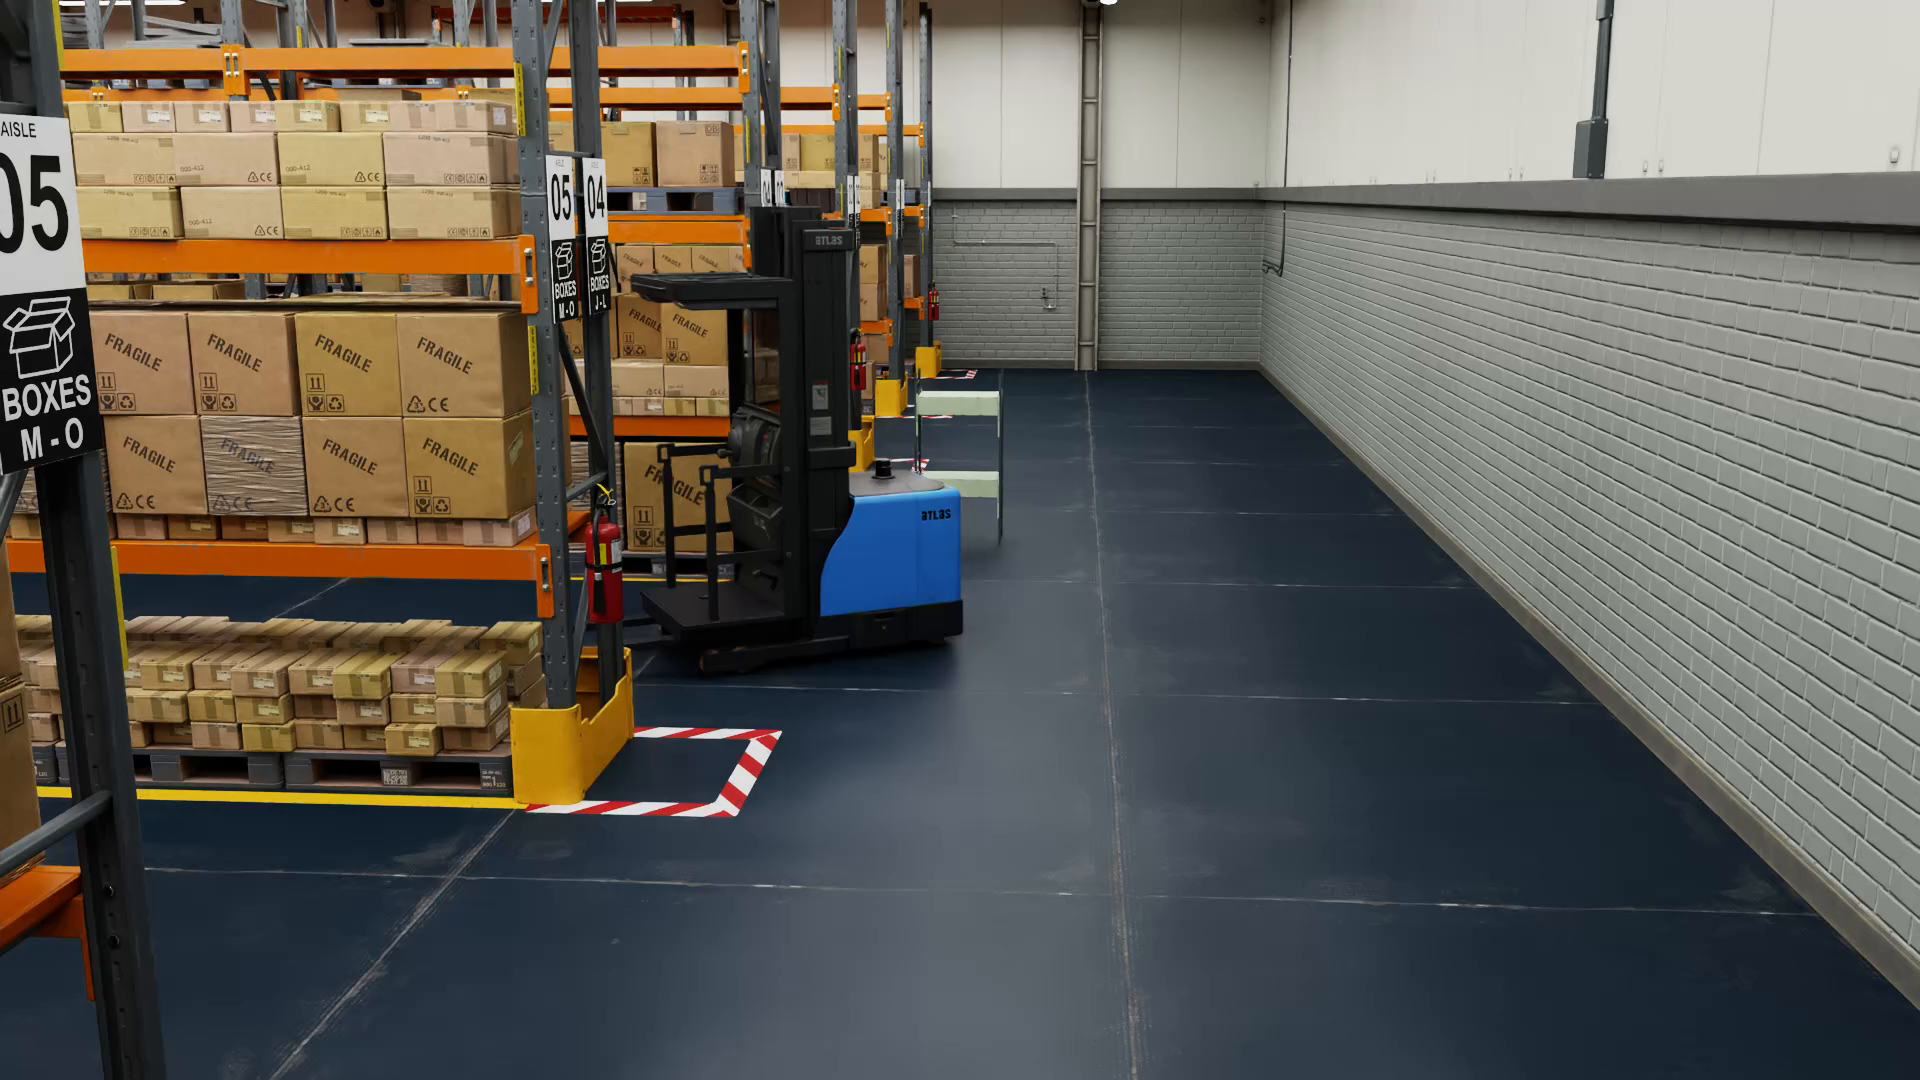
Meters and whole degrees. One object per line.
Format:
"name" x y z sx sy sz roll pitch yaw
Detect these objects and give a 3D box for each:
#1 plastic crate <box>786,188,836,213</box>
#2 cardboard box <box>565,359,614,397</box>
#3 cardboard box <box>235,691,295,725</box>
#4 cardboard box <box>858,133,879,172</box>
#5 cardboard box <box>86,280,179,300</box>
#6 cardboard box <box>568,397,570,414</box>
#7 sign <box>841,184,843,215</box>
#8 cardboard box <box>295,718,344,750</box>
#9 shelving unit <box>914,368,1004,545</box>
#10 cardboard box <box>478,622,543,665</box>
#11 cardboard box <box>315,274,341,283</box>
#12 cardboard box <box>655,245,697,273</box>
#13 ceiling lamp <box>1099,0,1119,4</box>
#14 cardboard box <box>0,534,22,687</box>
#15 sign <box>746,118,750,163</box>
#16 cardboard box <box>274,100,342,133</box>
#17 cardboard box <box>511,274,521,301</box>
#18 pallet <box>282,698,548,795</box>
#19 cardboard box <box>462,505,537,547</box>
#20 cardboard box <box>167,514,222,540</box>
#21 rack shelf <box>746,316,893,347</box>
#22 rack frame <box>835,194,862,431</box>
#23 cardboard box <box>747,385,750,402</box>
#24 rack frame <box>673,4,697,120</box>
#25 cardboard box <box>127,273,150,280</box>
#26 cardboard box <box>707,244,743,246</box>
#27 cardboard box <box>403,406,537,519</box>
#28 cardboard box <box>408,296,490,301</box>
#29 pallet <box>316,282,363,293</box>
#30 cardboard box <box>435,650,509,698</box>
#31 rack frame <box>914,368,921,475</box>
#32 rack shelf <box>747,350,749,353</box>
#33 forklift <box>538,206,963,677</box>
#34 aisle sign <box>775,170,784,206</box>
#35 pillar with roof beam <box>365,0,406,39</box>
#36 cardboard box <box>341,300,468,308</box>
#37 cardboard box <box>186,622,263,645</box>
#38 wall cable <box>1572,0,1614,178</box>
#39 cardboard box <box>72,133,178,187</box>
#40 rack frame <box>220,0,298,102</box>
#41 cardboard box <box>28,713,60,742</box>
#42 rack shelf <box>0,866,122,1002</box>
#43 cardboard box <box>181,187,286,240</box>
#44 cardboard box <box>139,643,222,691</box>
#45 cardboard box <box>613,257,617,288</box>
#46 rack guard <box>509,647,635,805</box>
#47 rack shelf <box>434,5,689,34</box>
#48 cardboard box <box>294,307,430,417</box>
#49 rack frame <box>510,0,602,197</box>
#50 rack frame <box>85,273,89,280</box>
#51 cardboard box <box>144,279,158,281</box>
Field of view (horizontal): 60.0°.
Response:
"plastic crate" -1.585 -3.742 18.323 0.590 0.269 0.497 1 12 4
"cardboard box" -3.065 -1.302 13.306 0.500 0.250 0.500 0 12 2
"cardboard box" -3.564 0.833 8.673 0.250 0.149 0.380 1 12 5
"cardboard box" -1.398 -5.297 22.755 0.500 0.500 0.700 1 12 4
"cardboard box" -6.863 -1.877 13.721 0.637 0.503 0.797 1 12 4
"cardboard box" -3.205 -1.095 13.291 0.250 0.149 0.380 1 12 4
"sign" -1.240 -3.580 17.485 0.005 0.325 0.100 1 12 4
"cardboard box" -3.290 0.969 8.747 0.250 0.149 0.380 1 12 4
"shelving unit" -0.007 -0.734 14.615 0.755 1.500 0.431 1 12 4
"cardboard box" -2.482 0.571 9.199 0.250 0.149 0.380 0 12 1
"cardboard box" -10.809 -4.702 28.602 0.500 0.500 0.700 2 12 12
"cardboard box" -3.909 -3.809 22.967 0.500 0.500 0.500 0 12 2
"ceiling lamp" 1.952 -9.540 24.141 0.800 3.185 2.000 1 12 4
"cardboard box" -2.672 0.158 4.001 0.500 0.500 0.500 1 12 2
"sign" -1.600 -3.016 12.563 0.005 0.325 0.100 1 12 4
"cardboard box" -3.100 -2.039 8.035 0.250 0.149 0.380 1 12 5
"cardboard box" -6.024 -3.645 23.598 0.500 0.500 0.700 3 12 13
"pallet" -2.866 1.094 9.023 1.213 0.211 1.003 1 12 4
"cardboard box" -2.327 -0.075 8.416 0.250 0.149 0.380 1 12 4
"cardboard box" -3.872 -0.111 8.587 0.250 0.149 0.380 1 12 5
"rack shelf" -2.880 -2.962 23.361 4.000 0.370 1.077 1 12 4
"rack frame" -1.219 -2.275 18.319 0.127 3.000 1.000 1 12 4
"cardboard box" -1.882 -1.213 13.853 0.250 0.149 0.380 1 12 4
"rack frame" -4.548 -7.290 27.642 0.127 3.000 1.000 1 12 4
"cardboard box" -14.023 -4.725 28.516 0.500 0.500 0.500 0 12 2
"cardboard box" -3.339 -3.913 23.461 0.500 0.500 0.500 1 12 4
"cardboard box" -2.448 -0.400 8.382 0.500 0.500 0.500 1 12 5
"cardboard box" -4.070 -1.684 13.302 0.500 0.500 0.500 0 12 2
"pallet" -10.517 -4.334 28.627 1.213 0.211 1.003 1 12 4
"cardboard box" -2.528 0.692 8.620 0.250 0.149 0.380 1 12 4
"rack frame" -0.372 -0.739 14.639 0.023 1.500 0.400 1 12 4
"rack shelf" -3.215 -1.951 18.524 4.000 0.370 1.077 1 12 4
"forklift" -1.537 -0.686 10.890 3.031 2.935 1.130 -6 13 -25
"aisle sign" -1.458 -2.596 13.504 0.004 0.787 0.394 1 12 4
"pillar with roof beam" -10.066 -6.660 24.629 0.548 9.000 9.100 1 12 4
"cardboard box" -2.916 -1.002 8.817 0.500 0.500 0.500 1 12 5
"cardboard box" -4.054 0.573 9.189 0.250 0.149 0.380 1 12 4
"wall cable" 3.861 -4.993 8.803 0.120 5.999 2.277 1 12 4
"cardboard box" -3.983 -1.869 8.196 0.500 0.250 0.500 0 12 1
"rack frame" -5.541 -4.255 13.130 0.127 3.000 1.000 1 12 4
"cardboard box" -4.858 0.944 8.867 0.250 0.149 0.380 1 12 3
"rack shelf" -4.208 1.086 4.008 4.000 0.370 1.077 1 12 4
"cardboard box" -3.457 -1.614 8.196 0.500 0.250 0.500 1 12 6
"cardboard box" -4.086 0.666 8.742 0.250 0.149 0.380 1 12 4
"cardboard box" -5.535 -4.518 28.021 0.500 0.500 0.500 1 12 4
"rack guard" -2.058 0.971 8.906 0.348 0.500 1.175 1 12 4
"rack shelf" -6.544 -8.592 27.506 4.000 0.370 1.077 1 12 4
"cardboard box" -2.961 -0.898 8.322 0.500 0.500 0.500 0 12 2
"rack frame" -1.982 -3.188 8.031 0.127 3.000 1.000 1 12 4
"rack frame" -12.858 -3.451 23.942 0.127 3.000 1.000 1 12 4
"cardboard box" -11.567 -3.479 23.831 0.500 0.500 0.500 2 12 8
